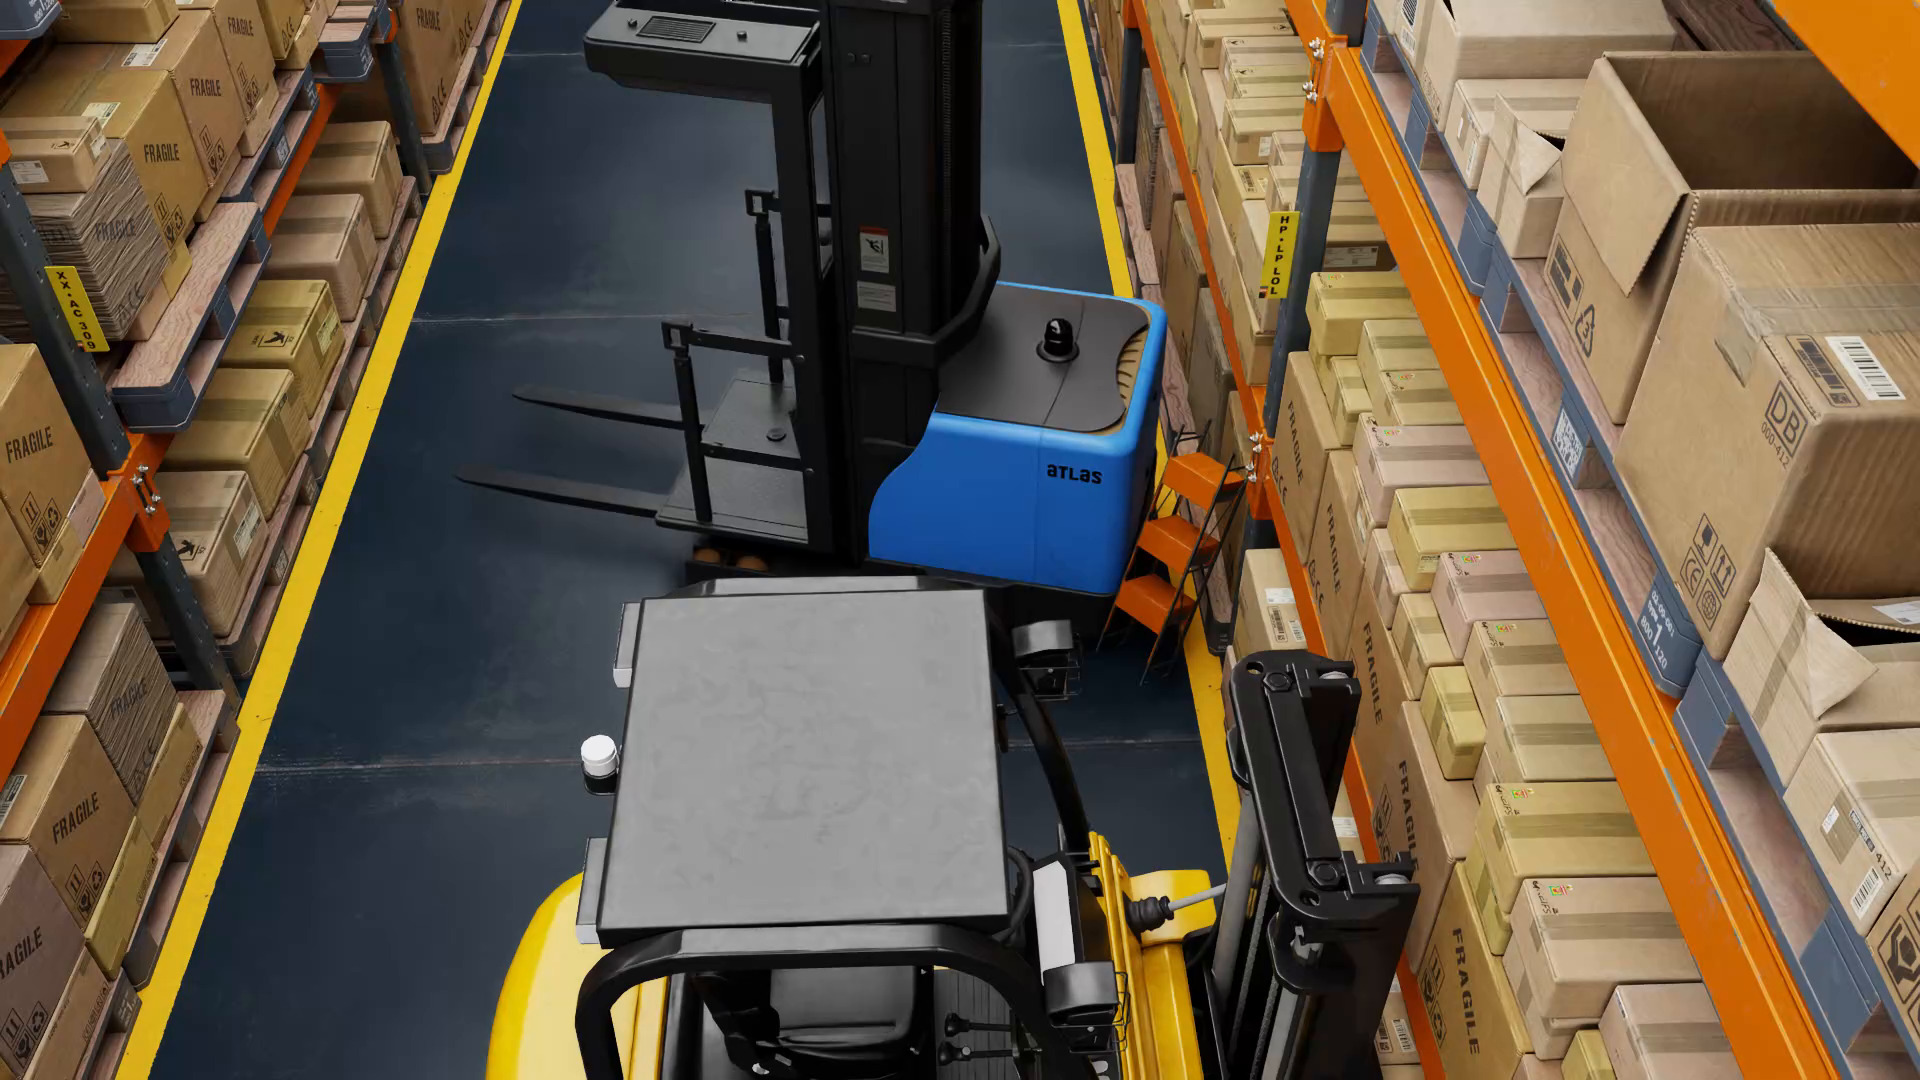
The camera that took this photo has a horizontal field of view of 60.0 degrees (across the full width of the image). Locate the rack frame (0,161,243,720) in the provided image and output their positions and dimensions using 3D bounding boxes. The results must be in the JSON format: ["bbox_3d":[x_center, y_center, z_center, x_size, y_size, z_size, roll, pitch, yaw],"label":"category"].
[{"bbox_3d":[-3.382,-0.400,5.616,1.000,3.000,0.127,-2,43,-2],"label":"rack frame"}]

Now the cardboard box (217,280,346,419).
[{"bbox_3d":[-3.472,-0.895,7.790,0.950,0.372,0.625,0,43,0],"label":"cardboard box"}]

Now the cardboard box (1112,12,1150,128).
[{"bbox_3d":[1.175,-2.758,9.728,0.500,0.500,0.500,-1,43,-1],"label":"cardboard box"}]

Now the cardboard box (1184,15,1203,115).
[{"bbox_3d":[1.253,-2.032,7.137,0.500,0.250,0.500,-1,43,-1],"label":"cardboard box"}]

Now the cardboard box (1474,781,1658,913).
[{"bbox_3d":[1.367,0.675,3.669,0.380,0.149,0.250,-1,43,-1],"label":"cardboard box"}]

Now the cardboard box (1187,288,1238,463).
[{"bbox_3d":[1.518,-0.700,7.390,0.875,0.625,0.625,-2,43,-2],"label":"cardboard box"}]

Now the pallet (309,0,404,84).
[{"bbox_3d":[-3.415,-2.552,8.105,1.213,0.211,1.003,-2,43,-2],"label":"pallet"}]

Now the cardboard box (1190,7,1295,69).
[{"bbox_3d":[1.168,-2.084,6.899,0.380,0.149,0.250,-3,43,-3],"label":"cardboard box"}]

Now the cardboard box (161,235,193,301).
[{"bbox_3d":[-3.091,-1.013,6.160,0.380,0.149,0.250,-1,43,-1],"label":"cardboard box"}]

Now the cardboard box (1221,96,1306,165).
[{"bbox_3d":[1.210,-1.559,6.327,0.380,0.149,0.250,-3,43,-3],"label":"cardboard box"}]

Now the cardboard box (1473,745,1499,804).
[{"bbox_3d":[1.453,0.617,3.953,0.380,0.149,0.250,-2,43,-2],"label":"cardboard box"}]

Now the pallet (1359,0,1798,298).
[{"bbox_3d":[1.639,-1.043,4.163,1.003,0.211,1.213,-2,43,-2],"label":"pallet"}]

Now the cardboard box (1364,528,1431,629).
[{"bbox_3d":[1.325,0.098,4.519,0.380,0.149,0.250,-2,43,-2],"label":"cardboard box"}]

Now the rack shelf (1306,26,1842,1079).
[{"bbox_3d":[1.662,-0.035,3.531,1.077,0.370,4.000,-2,43,-2],"label":"rack shelf"}]

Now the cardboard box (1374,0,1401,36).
[{"bbox_3d":[1.293,-1.438,4.330,0.380,0.149,0.250,-1,43,-1],"label":"cardboard box"}]

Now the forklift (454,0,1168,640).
[{"bbox_3d":[-0.699,-1.187,6.525,3.031,2.935,1.130,9,43,10],"label":"forklift"}]

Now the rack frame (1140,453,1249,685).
[{"bbox_3d":[0.934,0.115,6.489,0.008,1.050,0.200,36,31,32],"label":"rack frame"}]

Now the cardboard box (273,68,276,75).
[{"bbox_3d":[-3.251,-2.071,7.315,0.380,0.149,0.250,-1,43,-1],"label":"cardboard box"}]

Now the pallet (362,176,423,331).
[{"bbox_3d":[-3.520,-1.545,8.929,1.003,0.211,1.213,-2,43,-2],"label":"pallet"}]

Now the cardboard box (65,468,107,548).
[{"bbox_3d":[-3.064,-0.099,5.474,0.380,0.149,0.250,-2,43,-2],"label":"cardboard box"}]

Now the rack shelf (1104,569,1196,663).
[{"bbox_3d":[0.769,0.302,6.679,0.240,0.259,0.215,36,31,32],"label":"rack shelf"}]

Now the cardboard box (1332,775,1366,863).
[{"bbox_3d":[1.328,0.962,5.114,0.500,0.250,0.500,0,43,0],"label":"cardboard box"}]

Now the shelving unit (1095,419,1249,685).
[{"bbox_3d":[0.849,0.055,6.554,0.252,1.050,0.215,36,31,32],"label":"shelving unit"}]

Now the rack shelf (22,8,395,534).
[{"bbox_3d":[-3.467,-1.485,7.332,1.077,0.370,4.000,-2,43,-2],"label":"rack shelf"}]

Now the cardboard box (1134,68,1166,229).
[{"bbox_3d":[1.420,-2.103,8.921,0.875,0.625,0.625,0,43,0],"label":"cardboard box"}]

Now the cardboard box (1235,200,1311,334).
[{"bbox_3d":[1.301,-0.998,6.010,0.500,0.250,0.500,-2,43,-3],"label":"cardboard box"}]

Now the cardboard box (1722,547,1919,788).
[{"bbox_3d":[1.398,0.186,2.472,0.396,0.266,0.258,-2,43,-2],"label":"cardboard box"}]

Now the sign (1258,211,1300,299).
[{"bbox_3d":[1.035,-0.920,5.386,0.100,0.325,0.005,-2,43,-2],"label":"sign"}]

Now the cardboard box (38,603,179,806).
[{"bbox_3d":[-3.089,0.574,5.723,0.500,0.500,0.500,-2,43,-2],"label":"cardboard box"}]

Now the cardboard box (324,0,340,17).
[{"bbox_3d":[-3.164,-2.600,7.892,0.380,0.149,0.250,-2,43,-2],"label":"cardboard box"}]

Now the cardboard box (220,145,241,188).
[{"bbox_3d":[-3.158,-1.544,6.740,0.380,0.149,0.250,-1,43,-1],"label":"cardboard box"}]

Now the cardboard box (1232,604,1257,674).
[{"bbox_3d":[1.289,0.465,6.027,0.500,0.250,0.500,-2,43,-2],"label":"cardboard box"}]

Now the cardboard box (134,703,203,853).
[{"bbox_3d":[-3.088,0.850,5.976,0.500,0.250,0.500,0,43,0],"label":"cardboard box"}]

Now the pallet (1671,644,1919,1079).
[{"bbox_3d":[1.743,0.604,2.366,1.003,0.211,1.213,-2,43,-2],"label":"pallet"}]

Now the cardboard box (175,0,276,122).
[{"bbox_3d":[-3.177,-2.045,6.806,0.500,0.500,0.500,-3,43,-4],"label":"cardboard box"}]

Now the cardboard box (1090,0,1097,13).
[{"bbox_3d":[1.098,-3.799,10.864,0.500,0.500,0.500,-3,43,-3],"label":"cardboard box"}]

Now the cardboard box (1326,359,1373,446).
[{"bbox_3d":[1.340,-0.423,5.088,0.380,0.149,0.250,-1,43,-1],"label":"cardboard box"}]

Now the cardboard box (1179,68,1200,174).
[{"bbox_3d":[1.247,-1.846,7.305,0.500,0.250,0.500,0,43,0],"label":"cardboard box"}]

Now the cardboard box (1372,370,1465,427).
[{"bbox_3d":[1.415,-0.361,4.799,0.380,0.149,0.250,-2,43,-3],"label":"cardboard box"}]

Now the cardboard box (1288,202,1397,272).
[{"bbox_3d":[1.341,-1.045,5.766,0.380,0.149,0.250,0,43,0],"label":"cardboard box"}]

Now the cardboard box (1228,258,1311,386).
[{"bbox_3d":[1.294,-0.822,6.188,0.500,0.250,0.500,-1,43,-1],"label":"cardboard box"}]

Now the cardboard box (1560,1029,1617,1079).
[{"bbox_3d":[1.463,1.137,3.385,0.380,0.149,0.250,-2,43,-2],"label":"cardboard box"}]

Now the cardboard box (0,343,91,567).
[{"bbox_3d":[-3.115,-0.254,5.162,0.500,0.500,0.500,-3,43,-3],"label":"cardboard box"}]

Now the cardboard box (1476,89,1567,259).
[{"bbox_3d":[1.337,-0.782,3.528,0.396,0.266,0.258,-3,43,-3],"label":"cardboard box"}]

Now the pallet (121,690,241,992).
[{"bbox_3d":[-3.318,1.080,6.065,1.003,0.211,1.213,-2,43,-2],"label":"pallet"}]

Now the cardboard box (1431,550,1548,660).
[{"bbox_3d":[1.428,0.161,4.230,0.380,0.149,0.250,-2,43,-2],"label":"cardboard box"}]

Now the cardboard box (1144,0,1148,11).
[{"bbox_3d":[1.182,-2.883,8.436,0.500,0.250,0.500,-1,43,-2],"label":"cardboard box"}]

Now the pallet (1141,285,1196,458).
[{"bbox_3d":[1.452,-0.839,8.159,1.003,0.211,1.213,-2,43,-2],"label":"pallet"}]

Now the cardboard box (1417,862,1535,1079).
[{"bbox_3d":[1.429,1.097,3.908,0.500,0.500,0.500,-2,43,-3],"label":"cardboard box"}]

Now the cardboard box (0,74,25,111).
[{"bbox_3d":[-3.653,-1.341,6.038,0.500,0.500,0.500,-1,43,-2],"label":"cardboard box"}]

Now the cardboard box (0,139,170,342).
[{"bbox_3d":[-3.115,-1.026,5.694,0.500,0.500,0.500,-1,43,-1],"label":"cardboard box"}]

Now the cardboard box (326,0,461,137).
[{"bbox_3d":[-3.498,-2.941,9.649,0.875,0.875,0.875,-2,43,-2],"label":"cardboard box"}]

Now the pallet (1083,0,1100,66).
[{"bbox_3d":[1.365,-3.544,11.110,1.003,0.211,1.213,-2,43,-2],"label":"pallet"}]

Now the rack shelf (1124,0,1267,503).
[{"bbox_3d":[1.492,-1.630,7.490,1.077,0.370,4.000,-2,43,-2],"label":"rack shelf"}]

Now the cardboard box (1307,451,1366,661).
[{"bbox_3d":[1.374,0.076,5.022,0.500,0.500,0.500,-1,43,-1],"label":"cardboard box"}]
